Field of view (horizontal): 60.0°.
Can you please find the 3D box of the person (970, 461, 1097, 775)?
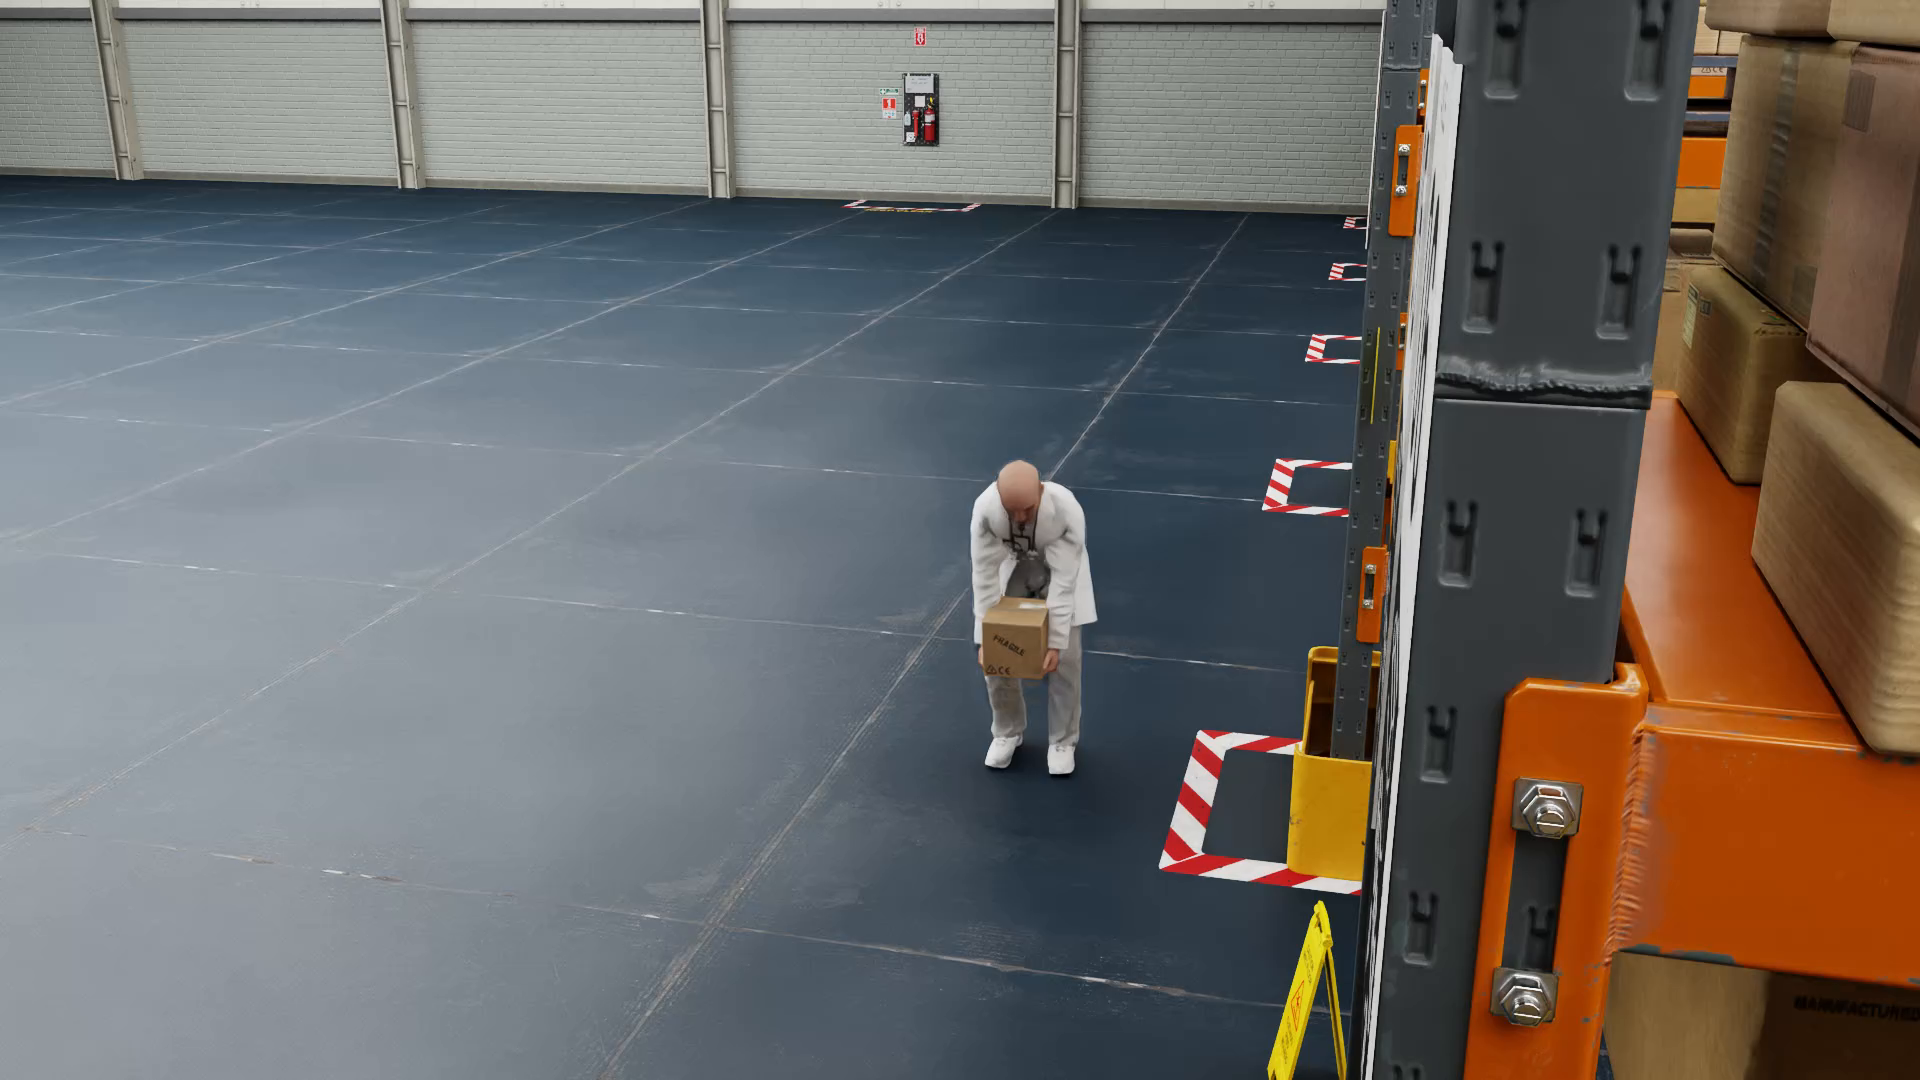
[{"bbox_3d":[0.285,0.323,7.059,0.549,1.492,0.816,4,18,12],"label":"person"}]
